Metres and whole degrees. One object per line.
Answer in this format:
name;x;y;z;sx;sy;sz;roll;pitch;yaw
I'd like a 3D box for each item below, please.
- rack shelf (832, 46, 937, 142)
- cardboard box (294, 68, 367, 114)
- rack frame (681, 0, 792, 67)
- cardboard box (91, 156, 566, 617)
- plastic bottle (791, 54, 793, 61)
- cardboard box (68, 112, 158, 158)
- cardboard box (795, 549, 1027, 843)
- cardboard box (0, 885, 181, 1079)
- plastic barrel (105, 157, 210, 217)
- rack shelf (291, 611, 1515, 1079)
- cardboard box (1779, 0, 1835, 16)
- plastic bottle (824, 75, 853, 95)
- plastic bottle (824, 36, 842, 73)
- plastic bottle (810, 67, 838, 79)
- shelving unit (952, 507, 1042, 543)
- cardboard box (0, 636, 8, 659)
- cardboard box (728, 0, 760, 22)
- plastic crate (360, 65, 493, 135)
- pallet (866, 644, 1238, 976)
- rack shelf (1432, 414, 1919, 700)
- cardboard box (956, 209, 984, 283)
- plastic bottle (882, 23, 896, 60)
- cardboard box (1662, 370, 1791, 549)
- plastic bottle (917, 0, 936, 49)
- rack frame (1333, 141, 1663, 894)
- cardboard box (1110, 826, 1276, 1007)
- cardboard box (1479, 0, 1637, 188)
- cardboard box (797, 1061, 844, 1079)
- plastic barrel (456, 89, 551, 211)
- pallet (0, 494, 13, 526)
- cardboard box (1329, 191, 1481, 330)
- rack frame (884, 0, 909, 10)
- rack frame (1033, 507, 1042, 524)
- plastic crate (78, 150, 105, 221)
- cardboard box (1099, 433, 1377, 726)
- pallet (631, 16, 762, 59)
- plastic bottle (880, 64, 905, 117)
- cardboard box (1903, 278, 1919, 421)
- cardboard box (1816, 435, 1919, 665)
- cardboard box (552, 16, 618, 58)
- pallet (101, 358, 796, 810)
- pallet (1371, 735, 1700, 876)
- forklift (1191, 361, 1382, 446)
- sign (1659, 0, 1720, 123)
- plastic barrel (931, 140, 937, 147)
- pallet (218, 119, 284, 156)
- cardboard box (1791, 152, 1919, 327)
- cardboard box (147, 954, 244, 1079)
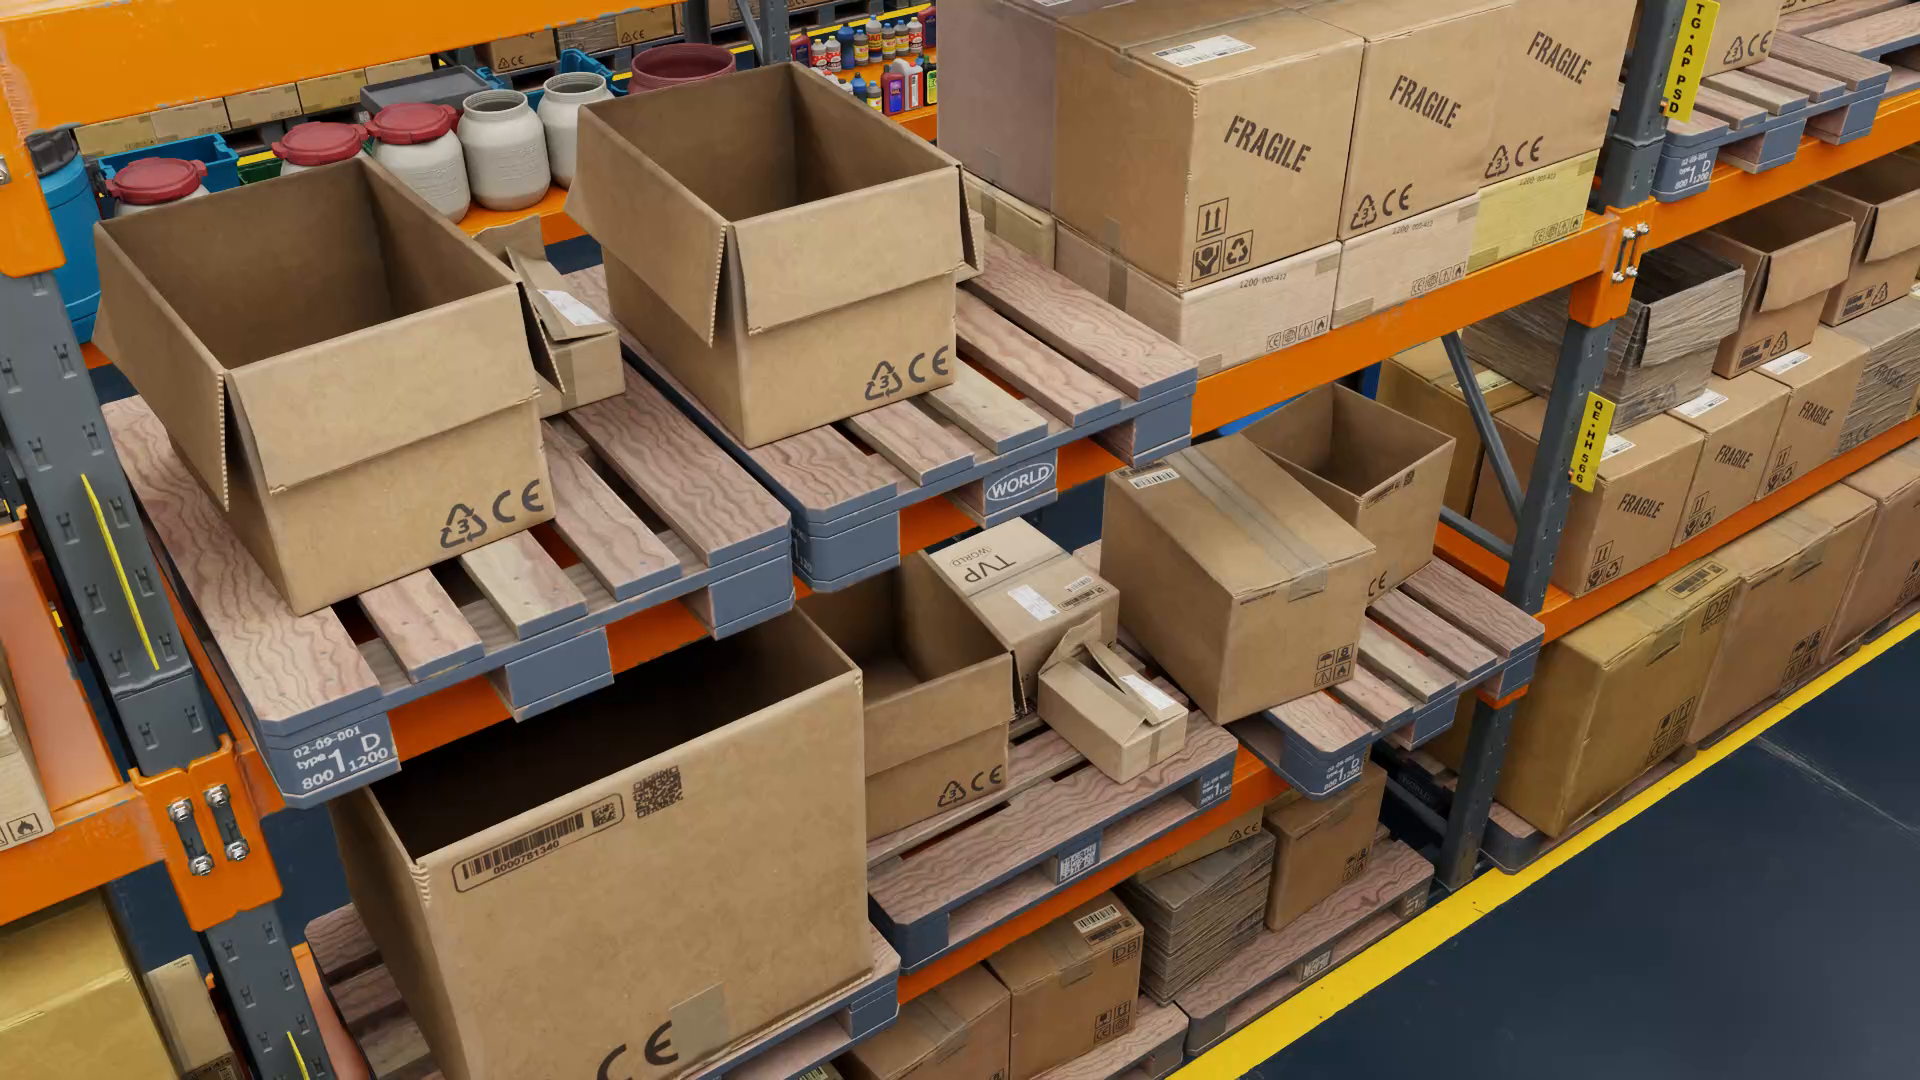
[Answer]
rack shelf;0.422;-2.866;10.282;4.000;0.370;1.077;-22;41;-28
cardboard box;-4.772;-3.436;12.454;0.500;0.250;0.500;-23;42;-28
rack frame;-1.212;-2.485;9.136;0.127;3.000;1.000;-22;41;-28
cardboard box;-1.188;-0.317;3.104;0.637;0.503;0.797;-25;42;-30
plastic bottle;-1.023;-2.774;9.708;0.097;0.201;0.097;0;36;0
cardboard box;-6.020;-2.923;11.741;0.500;0.250;0.500;-24;42;-29
cardboard box;-0.265;0.385;4.698;0.637;0.503;0.797;-18;39;-23
cardboard box;-1.838;0.940;3.178;0.500;0.500;0.500;-22;41;-28
plastic barrel;-3.574;-1.412;7.528;0.433;0.535;0.433;0;36;0
rack shelf;0.006;0.844;5.124;4.000;0.370;1.077;-22;41;-28
cardboard box;2.753;-2.122;5.617;0.500;0.500;0.500;-20;40;-26
plastic bottle;-0.673;-2.426;9.160;0.135;0.276;0.152;-22;41;-28
plastic bottle;-0.755;-2.884;9.862;0.097;0.201;0.097;0;36;0
plastic bottle;-0.760;-2.498;9.261;0.135;0.276;0.152;-22;41;-28
shelving unit;0.135;-0.543;7.977;0.503;1.200;0.258;-22;41;-28
cardboard box;-2.144;0.097;3.106;0.500;0.250;0.500;-24;42;-30
cardboard box;-1.851;-4.726;14.016;0.500;0.500;0.500;-22;41;-27
plastic crate;-2.710;-2.113;8.565;0.583;0.464;0.402;-22;41;-28
pallet;0.046;0.642;4.952;1.213;0.211;1.003;-22;41;-28
rack shelf;3.276;-0.502;6.995;4.000;0.370;1.077;-22;41;-28
cardboard box;-0.154;-0.747;3.992;0.250;0.166;0.380;-24;42;-29
plastic bottle;-0.436;-3.015;10.044;0.097;0.201;0.097;0;36;0
cardboard box;2.615;-0.370;6.110;0.500;0.500;0.500;-24;42;-29
plastic bottle;-0.193;-3.162;10.177;0.133;0.283;0.061;-22;41;-28
rack frame;1.641;-0.121;5.849;0.127;3.000;1.000;-22;41;-28
cardboard box;0.659;1.143;5.856;0.500;0.500;0.700;-26;43;-31
cardboard box;1.395;-1.303;4.409;0.500;0.500;0.500;-21;41;-27
cardboard box;-0.714;1.713;5.063;0.500;0.500;0.700;-23;41;-28
plastic barrel;-2.275;-1.941;8.284;0.421;0.512;0.421;0;36;0
pallet;-5.055;0.199;7.793;1.213;0.211;1.003;-22;41;-28
cardboard box;0.996;-0.828;4.391;0.500;0.250;0.500;-23;41;-28
rack frame;-0.793;-6.196;14.296;0.127;3.000;1.000;-22;41;-28
rack frame;0.335;-0.625;8.091;0.015;1.200;0.240;-22;41;-28
plastic crate;-4.263;-1.474;7.676;0.583;0.464;0.402;-22;41;-28
cardboard box;0.824;0.104;5.091;0.500;0.500;0.700;-16;39;-21
pallet;-2.434;-4.359;14.130;1.213;0.211;1.003;-22;41;-28
plastic bottle;-0.378;-2.518;9.281;0.133;0.283;0.061;-22;41;-28
cardboard box;3.854;-0.877;6.815;0.500;0.500;0.500;-23;42;-28
cardboard box;3.669;-0.249;7.487;0.875;0.875;1.225;-24;42;-29
cardboard box;-3.102;-4.210;13.298;0.500;0.500;0.500;-24;42;-29
pallet;-1.063;-0.074;3.376;1.003;0.211;1.213;-22;41;-28
pallet;2.329;0.782;6.982;1.213;0.211;1.003;-22;41;-28
forklift;2.784;-1.693;8.093;3.031;2.935;1.130;-9;37;-13
sign;1.952;-1.289;4.462;0.005;0.325;0.100;-22;41;-28
plastic barrel;0.101;-2.229;10.486;0.708;0.588;0.600;-22;41;-28
pallet;-5.755;-3.052;12.313;1.213;0.211;1.003;-22;41;-28
cardboard box;3.326;-1.254;6.479;0.637;0.503;0.797;-21;41;-26
cardboard box;-1.978;1.255;4.151;0.250;0.149;0.380;-22;41;-28
